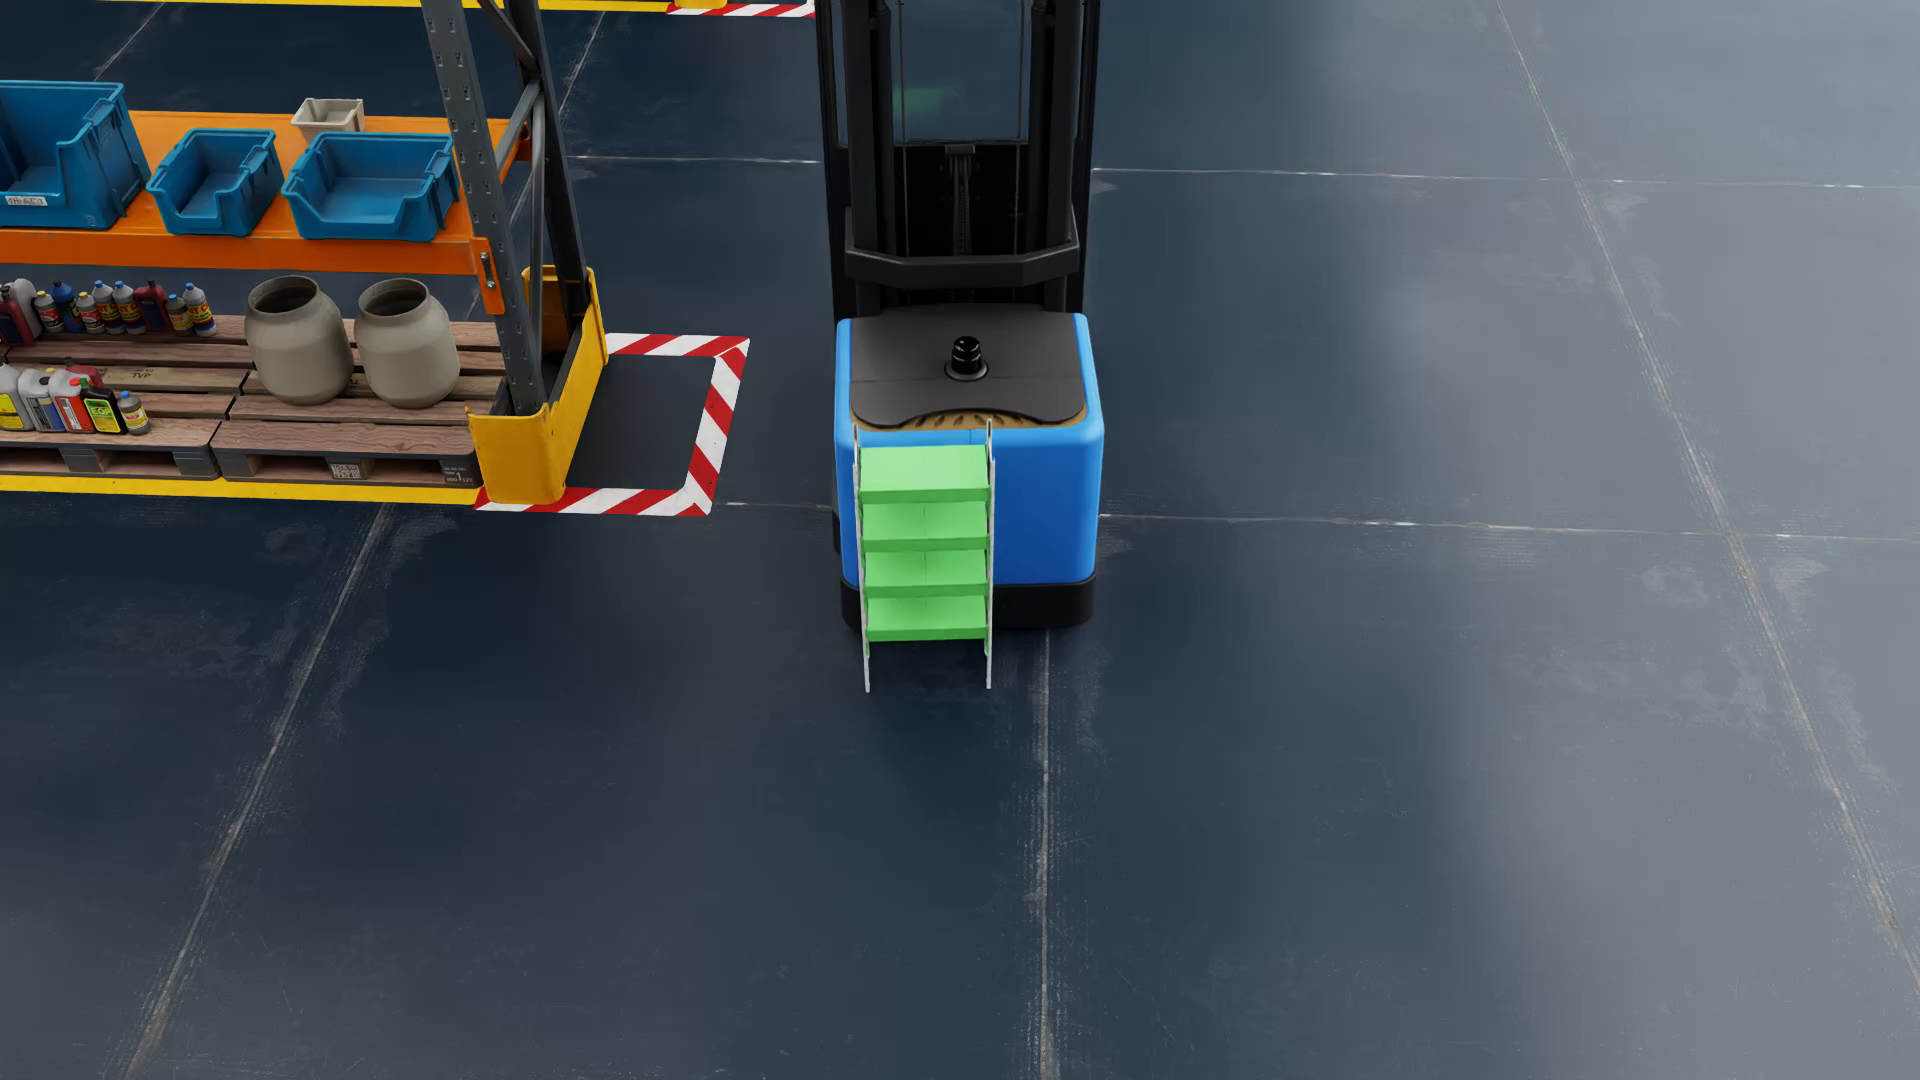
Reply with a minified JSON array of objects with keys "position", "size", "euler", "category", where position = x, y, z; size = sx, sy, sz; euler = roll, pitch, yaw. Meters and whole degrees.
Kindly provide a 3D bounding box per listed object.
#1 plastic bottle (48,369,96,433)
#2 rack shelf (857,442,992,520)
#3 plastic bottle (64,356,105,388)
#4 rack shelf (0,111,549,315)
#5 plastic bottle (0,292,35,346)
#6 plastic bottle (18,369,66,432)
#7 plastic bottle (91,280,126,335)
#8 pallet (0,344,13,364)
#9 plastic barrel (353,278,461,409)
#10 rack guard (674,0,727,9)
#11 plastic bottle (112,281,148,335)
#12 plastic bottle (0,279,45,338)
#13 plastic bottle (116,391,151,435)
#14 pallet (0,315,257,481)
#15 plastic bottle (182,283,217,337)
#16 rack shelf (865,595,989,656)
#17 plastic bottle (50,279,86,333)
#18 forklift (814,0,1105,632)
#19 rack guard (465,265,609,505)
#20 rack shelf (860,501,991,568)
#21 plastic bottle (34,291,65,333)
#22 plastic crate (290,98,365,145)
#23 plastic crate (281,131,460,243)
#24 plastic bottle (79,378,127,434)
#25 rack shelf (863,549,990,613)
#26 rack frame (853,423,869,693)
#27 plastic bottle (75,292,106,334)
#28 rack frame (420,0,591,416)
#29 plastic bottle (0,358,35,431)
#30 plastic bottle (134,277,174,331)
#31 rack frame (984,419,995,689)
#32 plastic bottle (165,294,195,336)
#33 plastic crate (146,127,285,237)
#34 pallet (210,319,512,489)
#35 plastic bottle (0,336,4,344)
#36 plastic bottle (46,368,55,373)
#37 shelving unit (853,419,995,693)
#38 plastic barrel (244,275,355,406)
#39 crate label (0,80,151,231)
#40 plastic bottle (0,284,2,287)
[{"position":[-3.979,-0.636,7.493],"size":[0.135,0.276,0.152],"euler":[2,43,2],"category":"plastic bottle"},{"position":[-0.132,-0.216,6.076],"size":[0.480,0.148,0.258],"euler":[-2,43,-2],"category":"rack shelf"},{"position":[-3.975,-0.711,7.568],"size":[0.133,0.283,0.061],"euler":[2,43,2],"category":"plastic bottle"},{"position":[-3.872,-1.485,7.257],"size":[4.000,0.370,1.077],"euler":[2,43,2],"category":"rack shelf"},{"position":[-4.542,-1.057,7.940],"size":[0.133,0.283,0.061],"euler":[2,43,2],"category":"plastic bottle"},{"position":[-4.118,-0.640,7.497],"size":[0.135,0.276,0.152],"euler":[1,43,1],"category":"plastic bottle"},{"position":[-4.114,-1.131,8.028],"size":[0.097,0.271,0.097],"euler":[0,43,0],"category":"plastic bottle"},{"position":[-5.201,-0.741,7.975],"size":[1.213,0.211,1.003],"euler":[2,43,2],"category":"pallet"},{"position":[-2.535,-0.899,7.616],"size":[0.421,0.512,0.421],"euler":[0,43,0],"category":"plastic barrel"},{"position":[-1.727,-4.147,11.421],"size":[0.348,0.500,1.175],"euler":[2,43,2],"category":"rack guard"},{"position":[-4.014,-1.128,8.025],"size":[0.097,0.271,0.097],"euler":[0,43,0],"category":"plastic bottle"},{"position":[-4.537,-1.127,8.020],"size":[0.135,0.276,0.152],"euler":[2,43,3],"category":"plastic bottle"},{"position":[-3.729,-0.582,7.490],"size":[0.097,0.201,0.097],"euler":[0,43,0],"category":"plastic bottle"},{"position":[-3.979,-0.705,7.937],"size":[1.213,0.211,1.003],"euler":[2,43,2],"category":"pallet"},{"position":[-3.672,-1.118,8.013],"size":[0.097,0.271,0.097],"euler":[0,43,0],"category":"plastic bottle"},{"position":[-0.132,0.309,6.569],"size":[0.480,0.148,0.258],"euler":[-2,43,-2],"category":"rack shelf"},{"position":[-4.316,-1.137,8.035],"size":[0.097,0.271,0.097],"euler":[0,43,0],"category":"plastic bottle"},{"position":[-0.019,-1.684,6.993],"size":[1.130,2.935,3.031],"euler":[-2,43,-2],"category":"forklift"},{"position":[-1.952,-0.743,7.766],"size":[0.348,0.500,1.175],"euler":[2,43,2],"category":"rack guard"},{"position":[-0.132,-0.041,6.241],"size":[0.480,0.148,0.258],"euler":[-2,43,-2],"category":"rack shelf"},{"position":[-4.418,-1.115,8.062],"size":[0.097,0.201,0.097],"euler":[0,43,0],"category":"plastic bottle"},{"position":[-2.754,-1.837,7.300],"size":[0.250,0.136,0.298],"euler":[2,43,2],"category":"plastic crate"},{"position":[-2.388,-1.444,6.794],"size":[0.616,0.251,0.499],"euler":[2,43,2],"category":"plastic crate"},{"position":[-3.846,-0.603,7.452],"size":[0.133,0.283,0.061],"euler":[3,43,3],"category":"plastic bottle"},{"position":[-0.132,0.134,6.405],"size":[0.480,0.148,0.258],"euler":[-2,43,-2],"category":"rack shelf"},{"position":[-0.376,0.094,6.354],"size":[0.015,1.200,0.240],"euler":[-2,43,-2],"category":"rack frame"},{"position":[-4.213,-1.109,8.055],"size":[0.097,0.201,0.097],"euler":[0,43,0],"category":"plastic bottle"},{"position":[-1.874,-1.687,6.946],"size":[0.127,3.000,1.000],"euler":[2,43,2],"category":"rack frame"},{"position":[-4.284,-0.670,7.474],"size":[0.185,0.351,0.144],"euler":[3,43,4],"category":"plastic bottle"},{"position":[-3.897,-1.141,8.030],"size":[0.133,0.283,0.061],"euler":[2,43,3],"category":"plastic bottle"},{"position":[0.112,0.081,6.368],"size":[0.015,1.200,0.240],"euler":[-2,43,-2],"category":"rack frame"},{"position":[-3.775,-1.095,8.041],"size":[0.097,0.201,0.097],"euler":[0,43,0],"category":"plastic bottle"},{"position":[-3.036,-1.468,6.820],"size":[0.408,0.251,0.499],"euler":[2,43,2],"category":"plastic crate"},{"position":[-2.764,-0.666,7.895],"size":[1.213,0.211,1.003],"euler":[2,43,2],"category":"pallet"},{"position":[-4.679,-1.067,7.950],"size":[0.133,0.283,0.061],"euler":[2,43,2],"category":"plastic bottle"},{"position":[-4.131,-0.698,7.614],"size":[0.097,0.201,0.097],"euler":[0,43,0],"category":"plastic bottle"},{"position":[-0.132,0.087,6.361],"size":[0.503,1.200,0.258],"euler":[-2,43,-2],"category":"shelving unit"},{"position":[-3.036,-0.914,7.633],"size":[0.421,0.512,0.421],"euler":[0,43,0],"category":"plastic barrel"},{"position":[-3.725,-1.572,6.797],"size":[0.616,0.435,0.502],"euler":[2,43,2],"category":"crate label"},{"position":[-4.700,-1.162,8.003],"size":[0.185,0.351,0.144],"euler":[2,43,2],"category":"plastic bottle"}]
